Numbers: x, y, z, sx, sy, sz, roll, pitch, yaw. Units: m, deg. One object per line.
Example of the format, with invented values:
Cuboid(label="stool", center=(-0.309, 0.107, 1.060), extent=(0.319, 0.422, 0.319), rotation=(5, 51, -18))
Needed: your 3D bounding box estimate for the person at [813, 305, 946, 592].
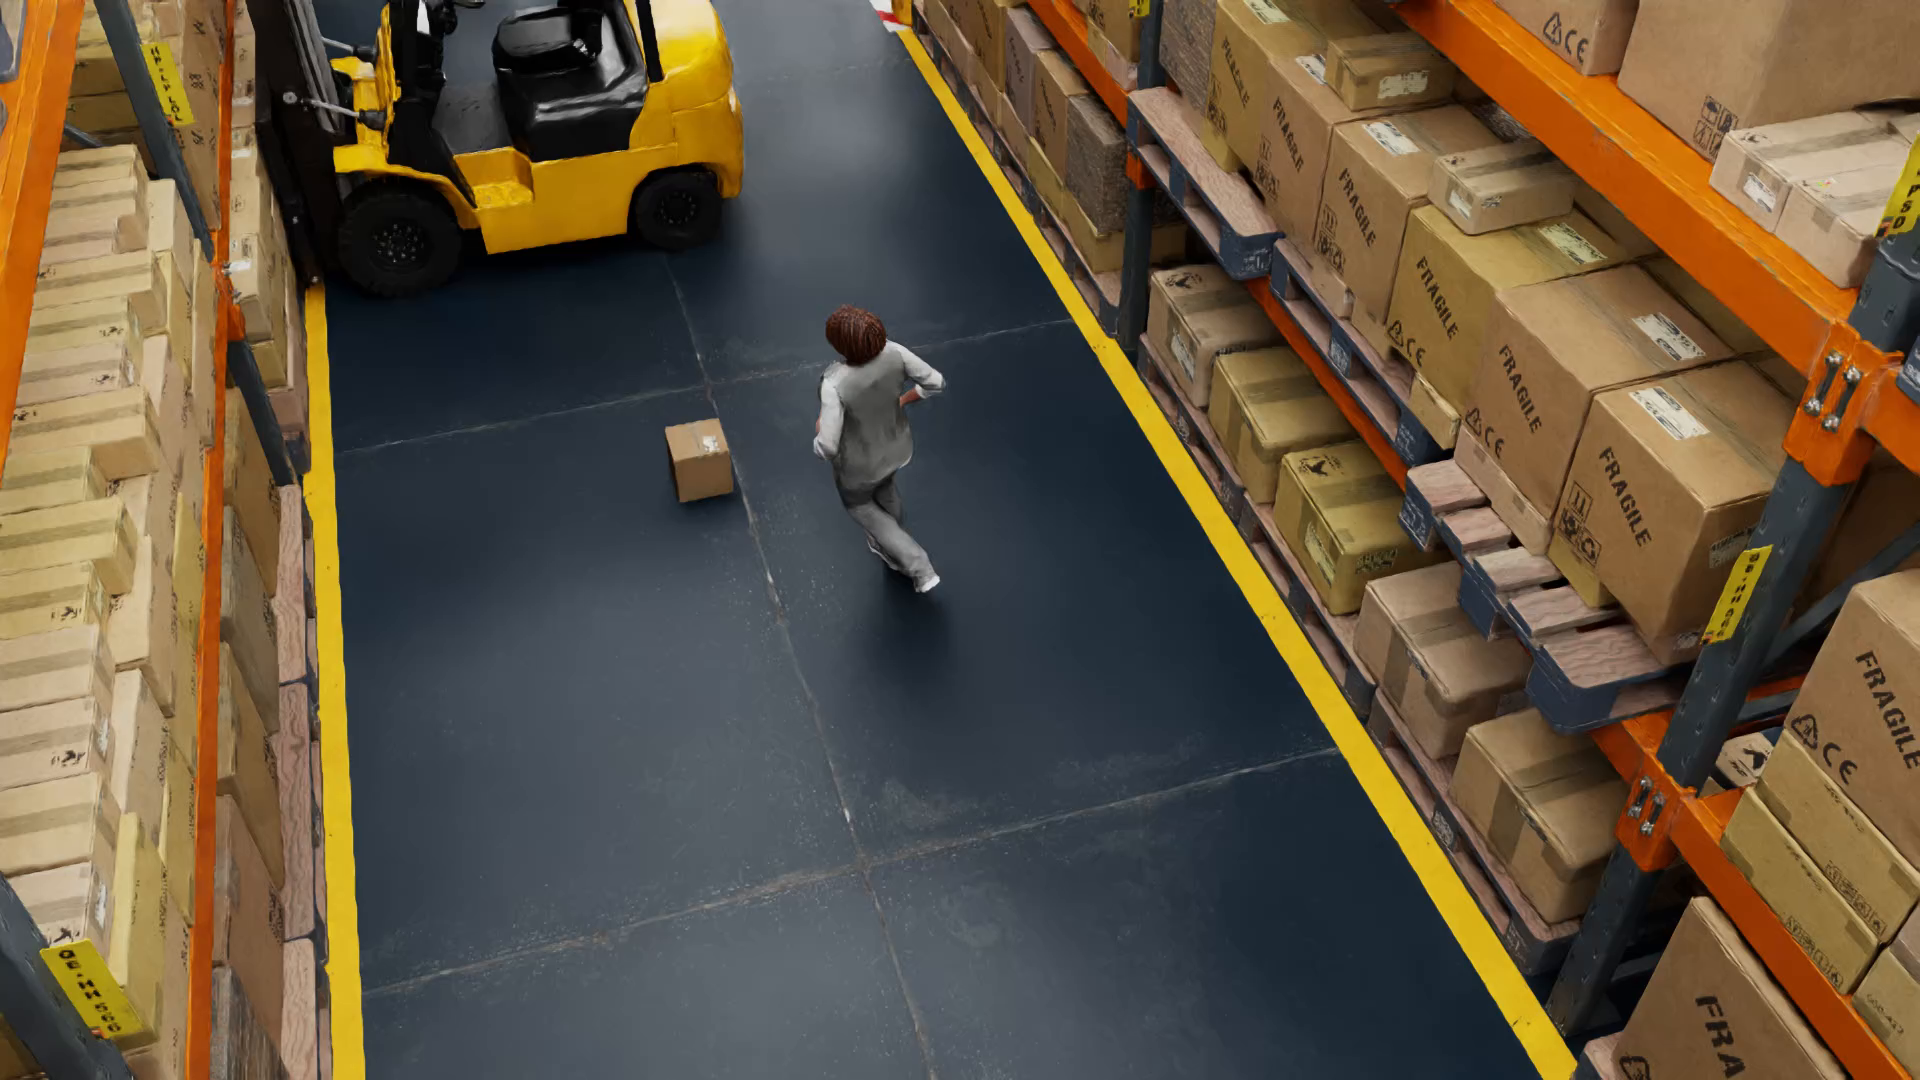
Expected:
Cuboid(label="person", center=(-0.358, -0.329, 6.560), extent=(0.582, 1.543, 0.604), rotation=(-29, 50, -28))
